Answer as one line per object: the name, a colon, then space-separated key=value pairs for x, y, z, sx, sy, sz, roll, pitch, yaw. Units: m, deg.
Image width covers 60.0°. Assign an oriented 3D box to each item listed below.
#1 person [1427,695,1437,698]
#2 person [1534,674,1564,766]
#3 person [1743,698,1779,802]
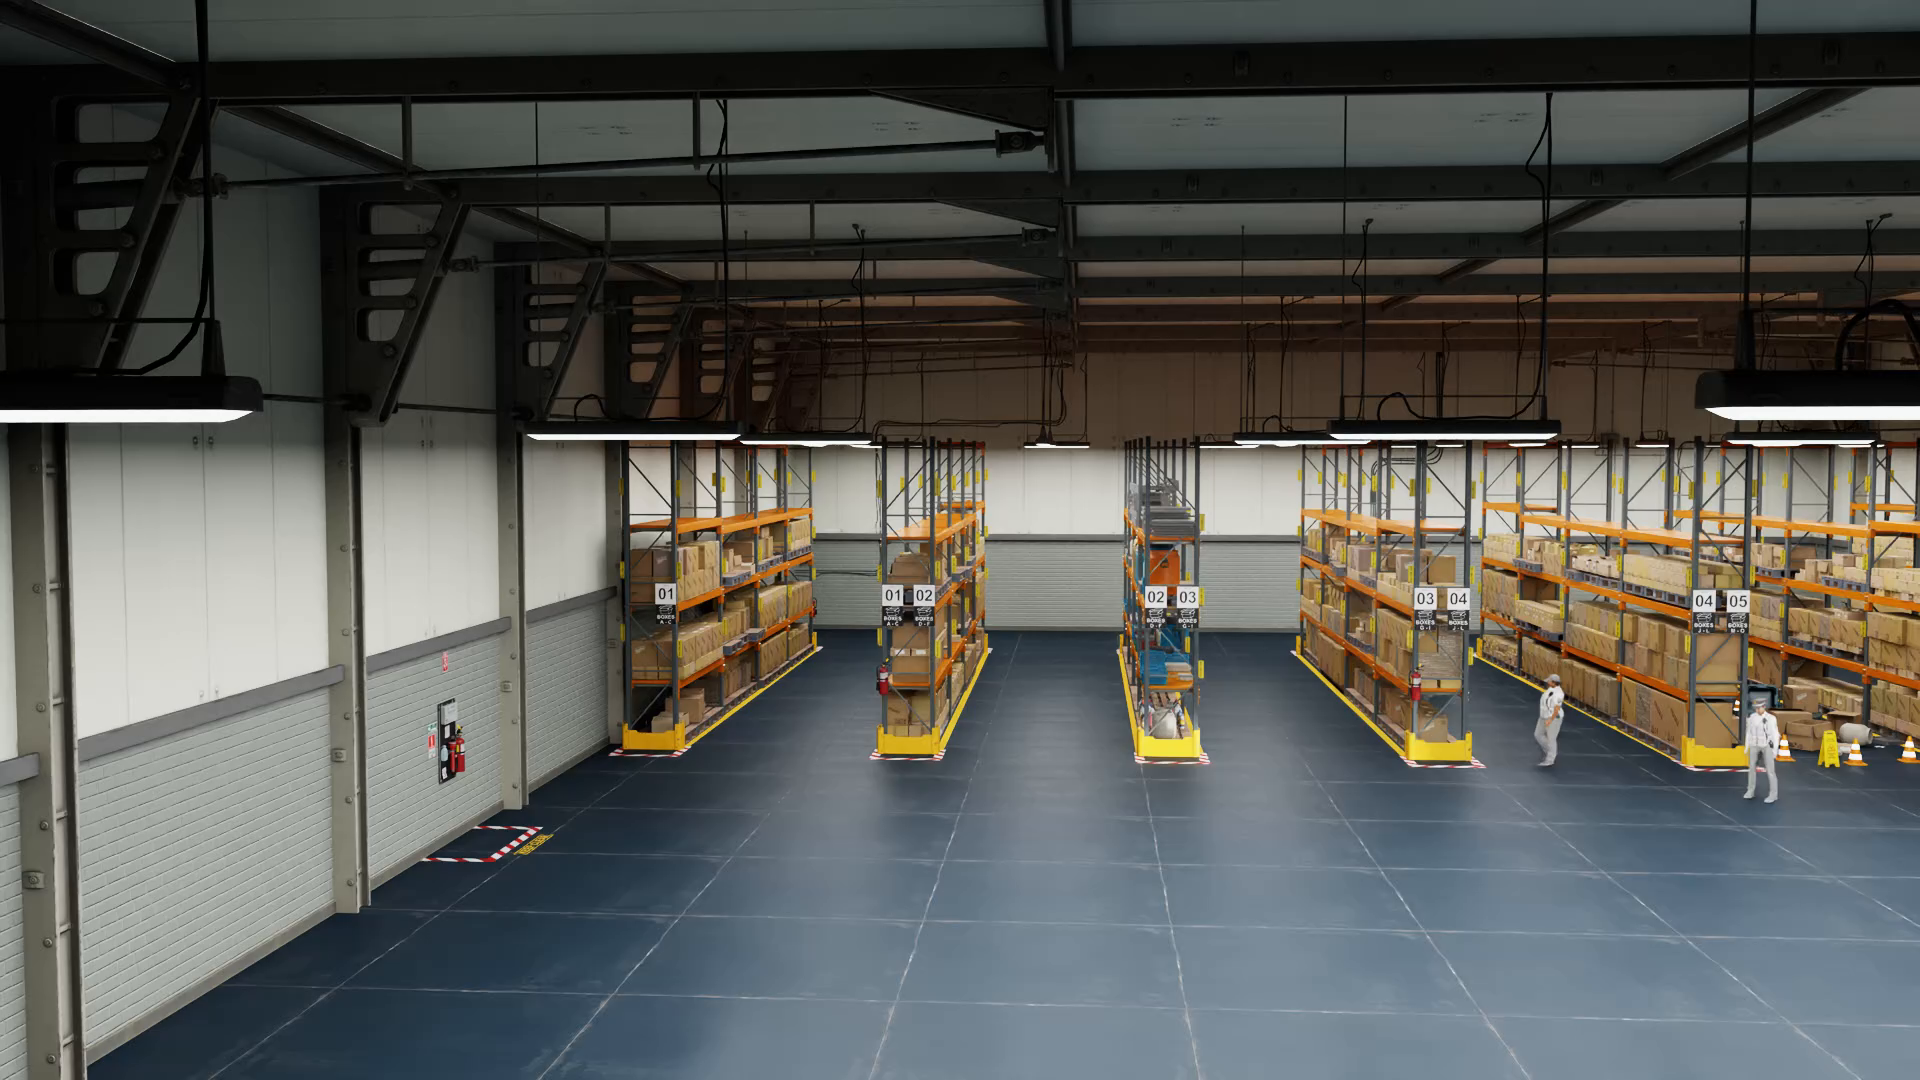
person: x=11.158 y=2.869 z=38.763 sx=0.456 sy=1.636 sz=0.606 roll=2 pitch=3 yaw=26
person: x=10.746 y=3.281 z=30.356 sx=0.486 sy=1.685 sz=0.553 roll=-1 pitch=3 yaw=-16
person: x=13.131 y=3.425 z=27.290 sx=0.374 sy=1.669 sz=0.538 roll=-2 pitch=4 yaw=-38
